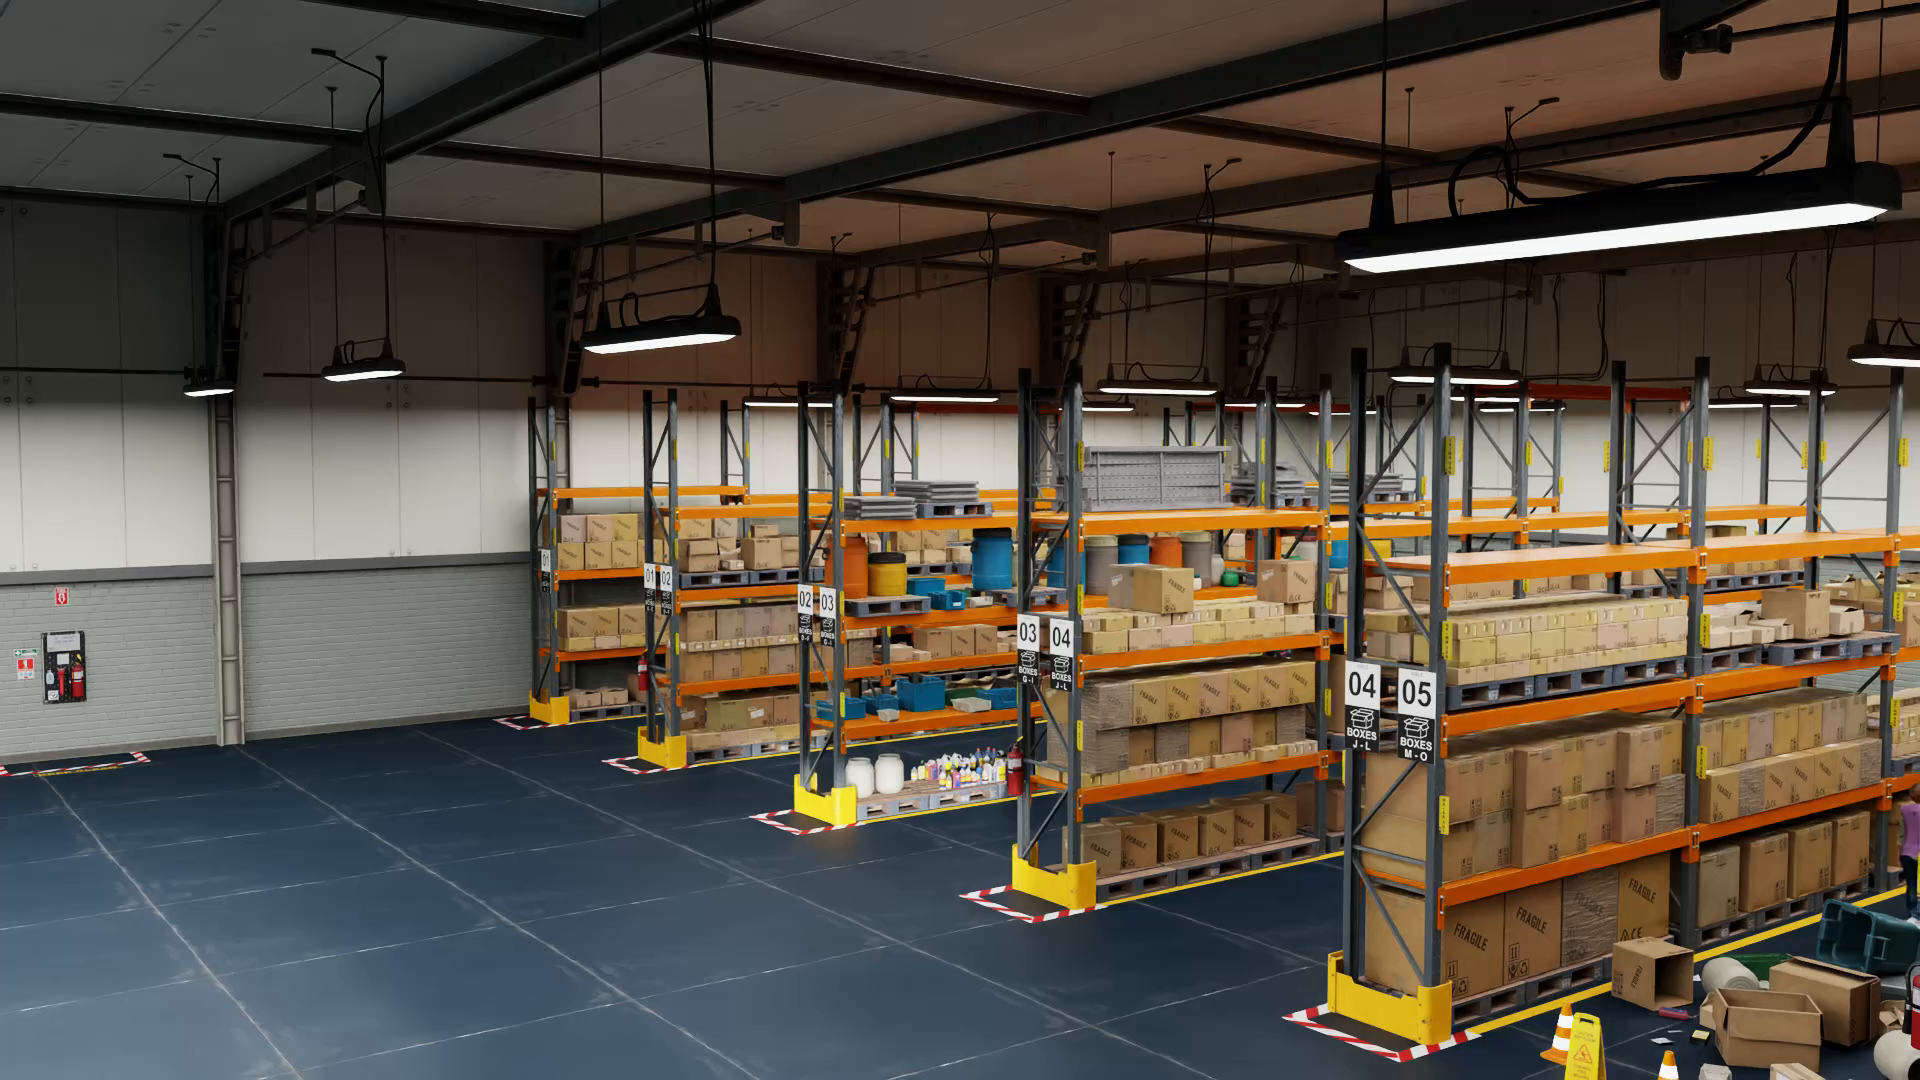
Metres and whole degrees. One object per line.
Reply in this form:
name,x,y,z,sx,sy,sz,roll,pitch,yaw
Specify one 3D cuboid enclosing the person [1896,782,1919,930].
person,10.036,3.341,17.427,0.480,1.596,0.462,-2,4,-35
